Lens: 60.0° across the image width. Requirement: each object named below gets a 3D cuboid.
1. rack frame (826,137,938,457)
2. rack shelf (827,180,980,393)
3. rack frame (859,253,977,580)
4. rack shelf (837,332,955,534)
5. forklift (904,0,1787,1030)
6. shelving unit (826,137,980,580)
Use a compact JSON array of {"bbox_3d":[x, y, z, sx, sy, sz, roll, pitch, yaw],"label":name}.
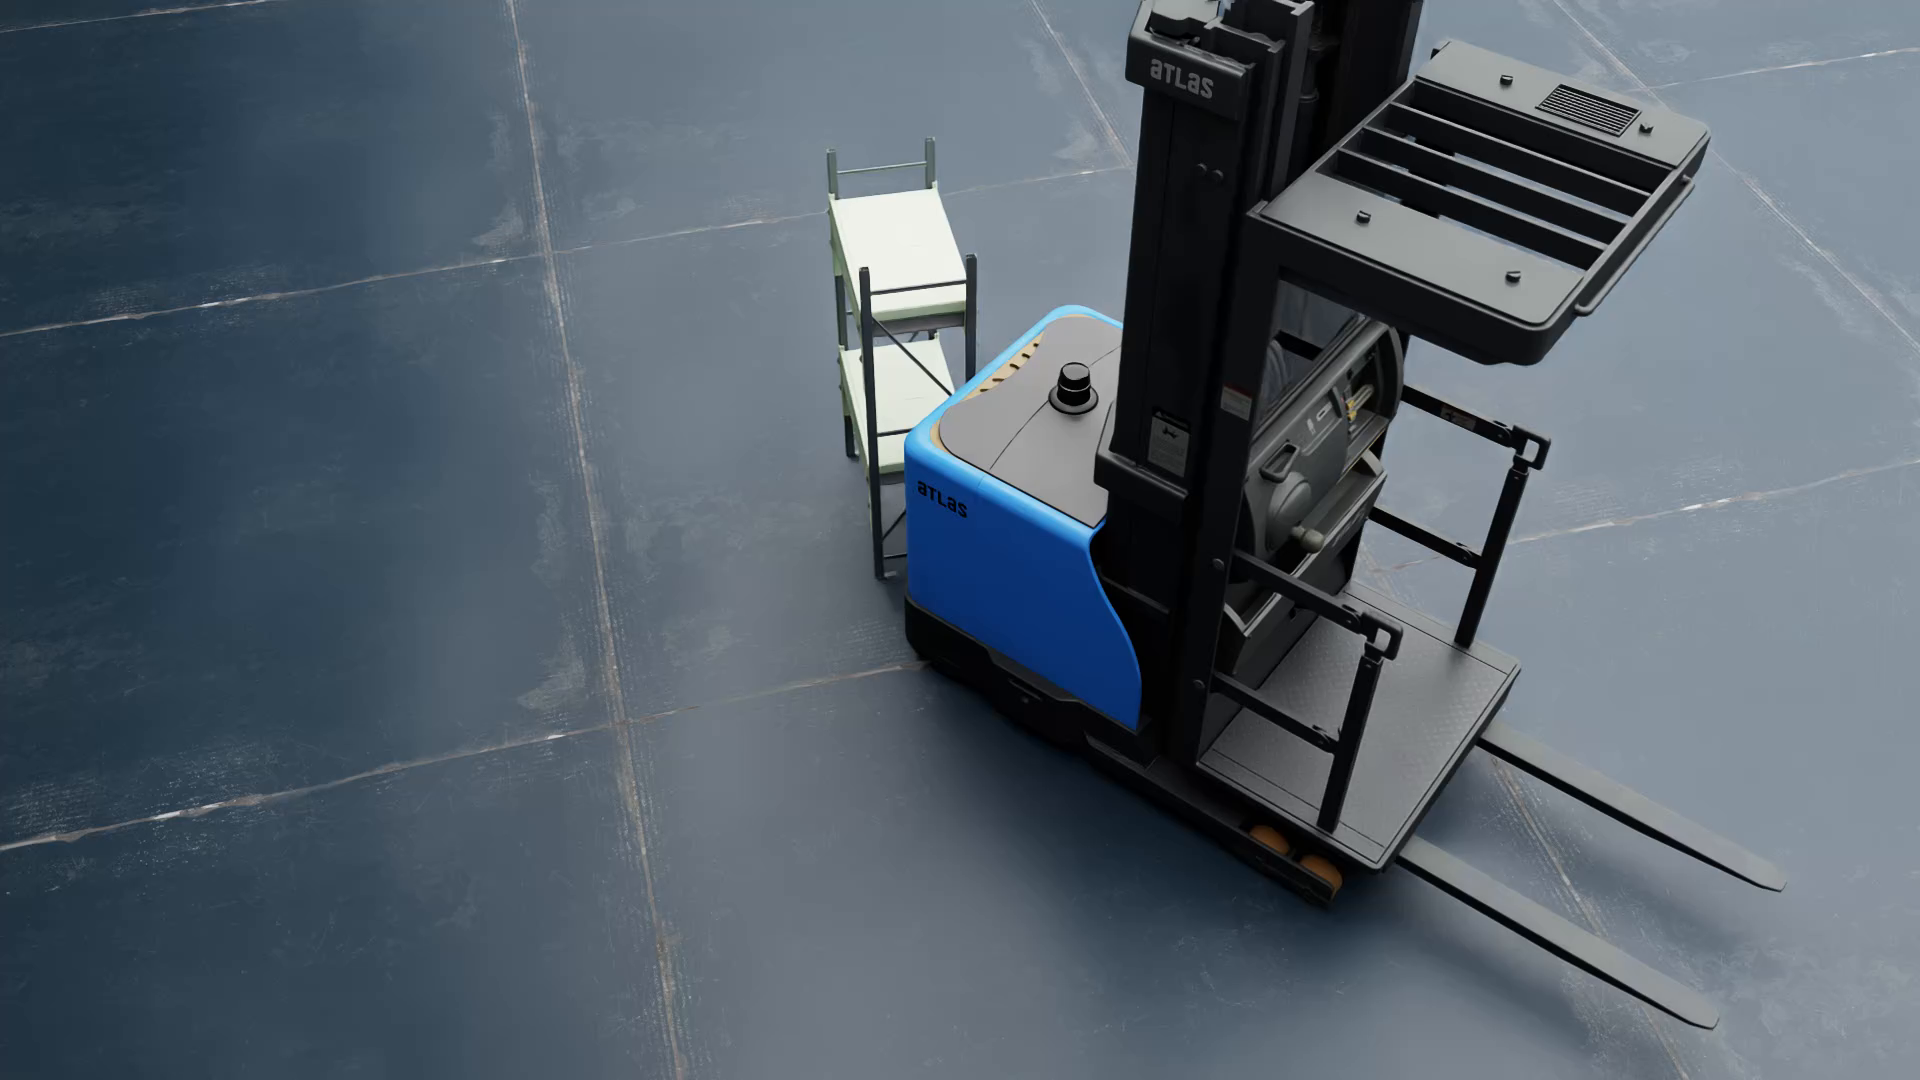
[{"bbox_3d":[-0.289,-0.917,6.598,0.400,1.500,0.023,-8,46,-8],"label":"rack frame"},{"bbox_3d":[-0.214,-0.934,6.069,0.431,0.370,0.720,-8,46,-8],"label":"rack shelf"},{"bbox_3d":[-0.140,-0.405,6.097,0.400,1.500,0.023,-8,46,-8],"label":"rack frame"},{"bbox_3d":[-0.214,-0.433,6.580,0.431,0.370,0.720,-8,46,-8],"label":"rack shelf"},{"bbox_3d":[1.270,-0.248,4.941,3.031,2.935,1.130,29,52,25],"label":"forklift"},{"bbox_3d":[-0.214,-0.661,6.347,0.431,1.500,0.755,-8,46,-8],"label":"shelving unit"}]
